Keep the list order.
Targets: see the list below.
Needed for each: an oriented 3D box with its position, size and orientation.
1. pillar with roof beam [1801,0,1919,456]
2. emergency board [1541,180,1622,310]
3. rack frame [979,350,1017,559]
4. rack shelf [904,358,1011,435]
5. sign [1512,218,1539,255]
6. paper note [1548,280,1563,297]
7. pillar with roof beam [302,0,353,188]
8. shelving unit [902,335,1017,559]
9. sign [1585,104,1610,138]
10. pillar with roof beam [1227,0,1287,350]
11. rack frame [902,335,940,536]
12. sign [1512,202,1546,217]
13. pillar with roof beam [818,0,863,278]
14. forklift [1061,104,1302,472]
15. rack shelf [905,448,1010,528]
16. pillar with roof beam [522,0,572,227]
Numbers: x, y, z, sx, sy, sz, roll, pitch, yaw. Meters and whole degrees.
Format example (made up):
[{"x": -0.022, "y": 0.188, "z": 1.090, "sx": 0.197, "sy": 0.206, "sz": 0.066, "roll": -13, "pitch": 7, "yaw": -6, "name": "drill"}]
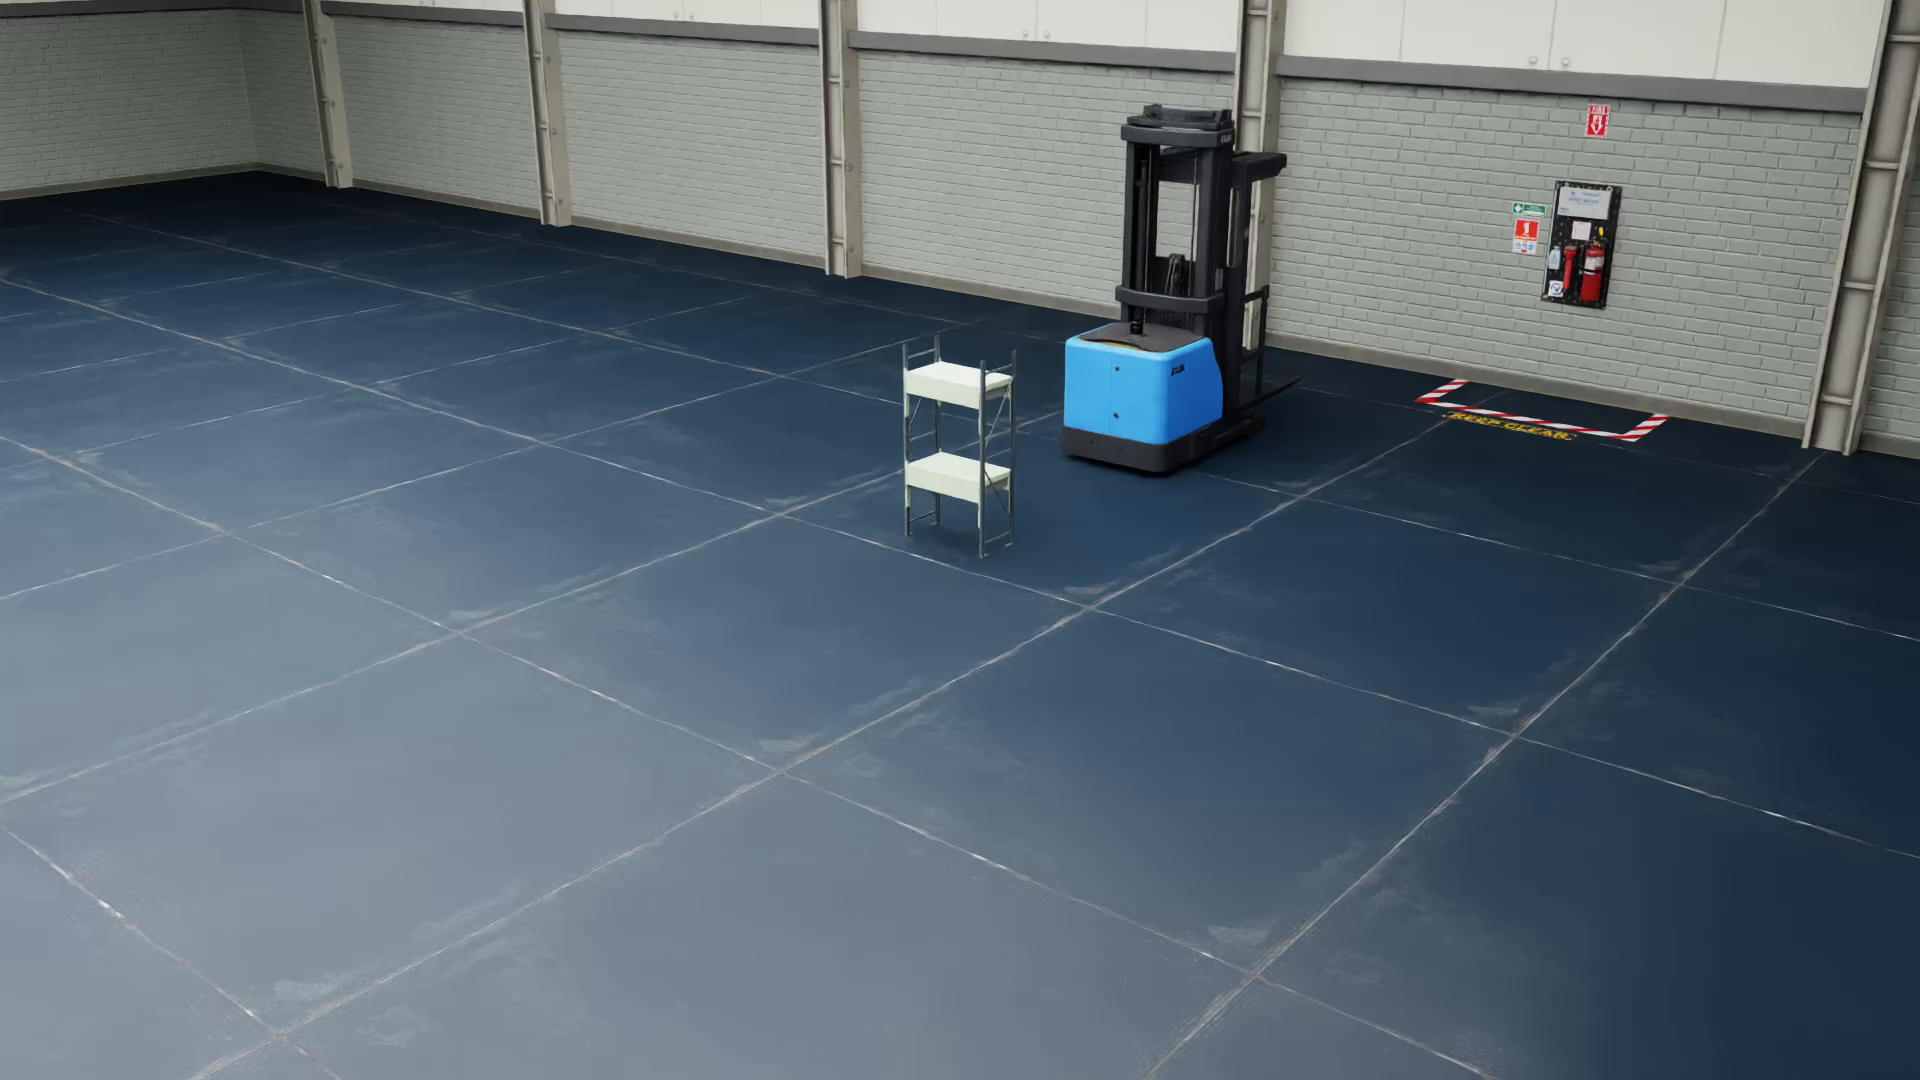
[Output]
[{"x": 5.047, "y": -3.859, "z": 10.149, "sx": 0.400, "sy": 9.000, "sz": 9.100, "roll": 16, "pitch": 26, "yaw": 36, "name": "pillar with roof beam"}, {"x": 5.879, "y": -2.791, "z": 15.818, "sx": 0.643, "sy": 1.169, "sz": 0.194, "roll": 16, "pitch": 26, "yaw": 36, "name": "emergency board"}, {"x": 0.278, "y": -0.622, "z": 12.191, "sx": 0.023, "sy": 1.500, "sz": 0.400, "roll": 16, "pitch": 26, "yaw": 36, "name": "rack frame"}, {"x": -0.005, "y": -1.068, "z": 12.270, "sx": 0.720, "sy": 0.370, "sz": 0.431, "roll": 16, "pitch": 26, "yaw": 36, "name": "rack shelf"}, {"x": 5.516, "y": -2.959, "z": 16.214, "sx": 0.234, "sy": 0.329, "sz": 0.001, "roll": 16, "pitch": 26, "yaw": 36, "name": "sign"}, {"x": 5.785, "y": -2.437, "z": 16.128, "sx": 0.142, "sy": 0.148, "sz": 0.016, "roll": 16, "pitch": 26, "yaw": 36, "name": "paper note"}, {"x": -13.546, "y": -9.214, "z": 24.348, "sx": 0.400, "sy": 9.000, "sz": 9.100, "roll": 16, "pitch": 26, "yaw": 36, "name": "pillar with roof beam"}, {"x": -0.005, "y": -0.703, "z": 12.407, "sx": 0.755, "sy": 1.500, "sz": 0.431, "roll": 16, "pitch": 26, "yaw": 36, "name": "shelving unit"}, {"x": 5.936, "y": -3.905, "z": 15.486, "sx": 0.199, "sy": 0.298, "sz": 0.001, "roll": 16, "pitch": 26, "yaw": 36, "name": "sign"}, {"x": 0.399, "y": -5.198, "z": 13.699, "sx": 0.400, "sy": 9.000, "sz": 9.100, "roll": 16, "pitch": 26, "yaw": 36, "name": "pillar with roof beam"}, {"x": -0.289, "y": -0.785, "z": 12.624, "sx": 0.023, "sy": 1.500, "sz": 0.400, "roll": 16, "pitch": 26, "yaw": 36, "name": "rack frame"}, {"x": 5.514, "y": -3.204, "z": 16.111, "sx": 0.331, "sy": 0.109, "sz": 0.001, "roll": 16, "pitch": 26, "yaw": 36, "name": "sign"}, {"x": -4.249, "y": -6.537, "z": 17.249, "sx": 0.400, "sy": 9.000, "sz": 9.100, "roll": 16, "pitch": 26, "yaw": 36, "name": "pillar with roof beam"}, {"x": 2.170, "y": -2.398, "z": 14.874, "sx": 1.130, "sy": 2.935, "sz": 3.031, "roll": 15, "pitch": 25, "yaw": 34, "name": "forklift"}, {"x": -0.005, "y": -0.398, "z": 12.523, "sx": 0.720, "sy": 0.370, "sz": 0.431, "roll": 16, "pitch": 26, "yaw": 36, "name": "rack shelf"}, {"x": -8.898, "y": -7.875, "z": 20.798, "sx": 0.400, "sy": 9.000, "sz": 9.100, "roll": 16, "pitch": 26, "yaw": 36, "name": "pillar with roof beam"}]
